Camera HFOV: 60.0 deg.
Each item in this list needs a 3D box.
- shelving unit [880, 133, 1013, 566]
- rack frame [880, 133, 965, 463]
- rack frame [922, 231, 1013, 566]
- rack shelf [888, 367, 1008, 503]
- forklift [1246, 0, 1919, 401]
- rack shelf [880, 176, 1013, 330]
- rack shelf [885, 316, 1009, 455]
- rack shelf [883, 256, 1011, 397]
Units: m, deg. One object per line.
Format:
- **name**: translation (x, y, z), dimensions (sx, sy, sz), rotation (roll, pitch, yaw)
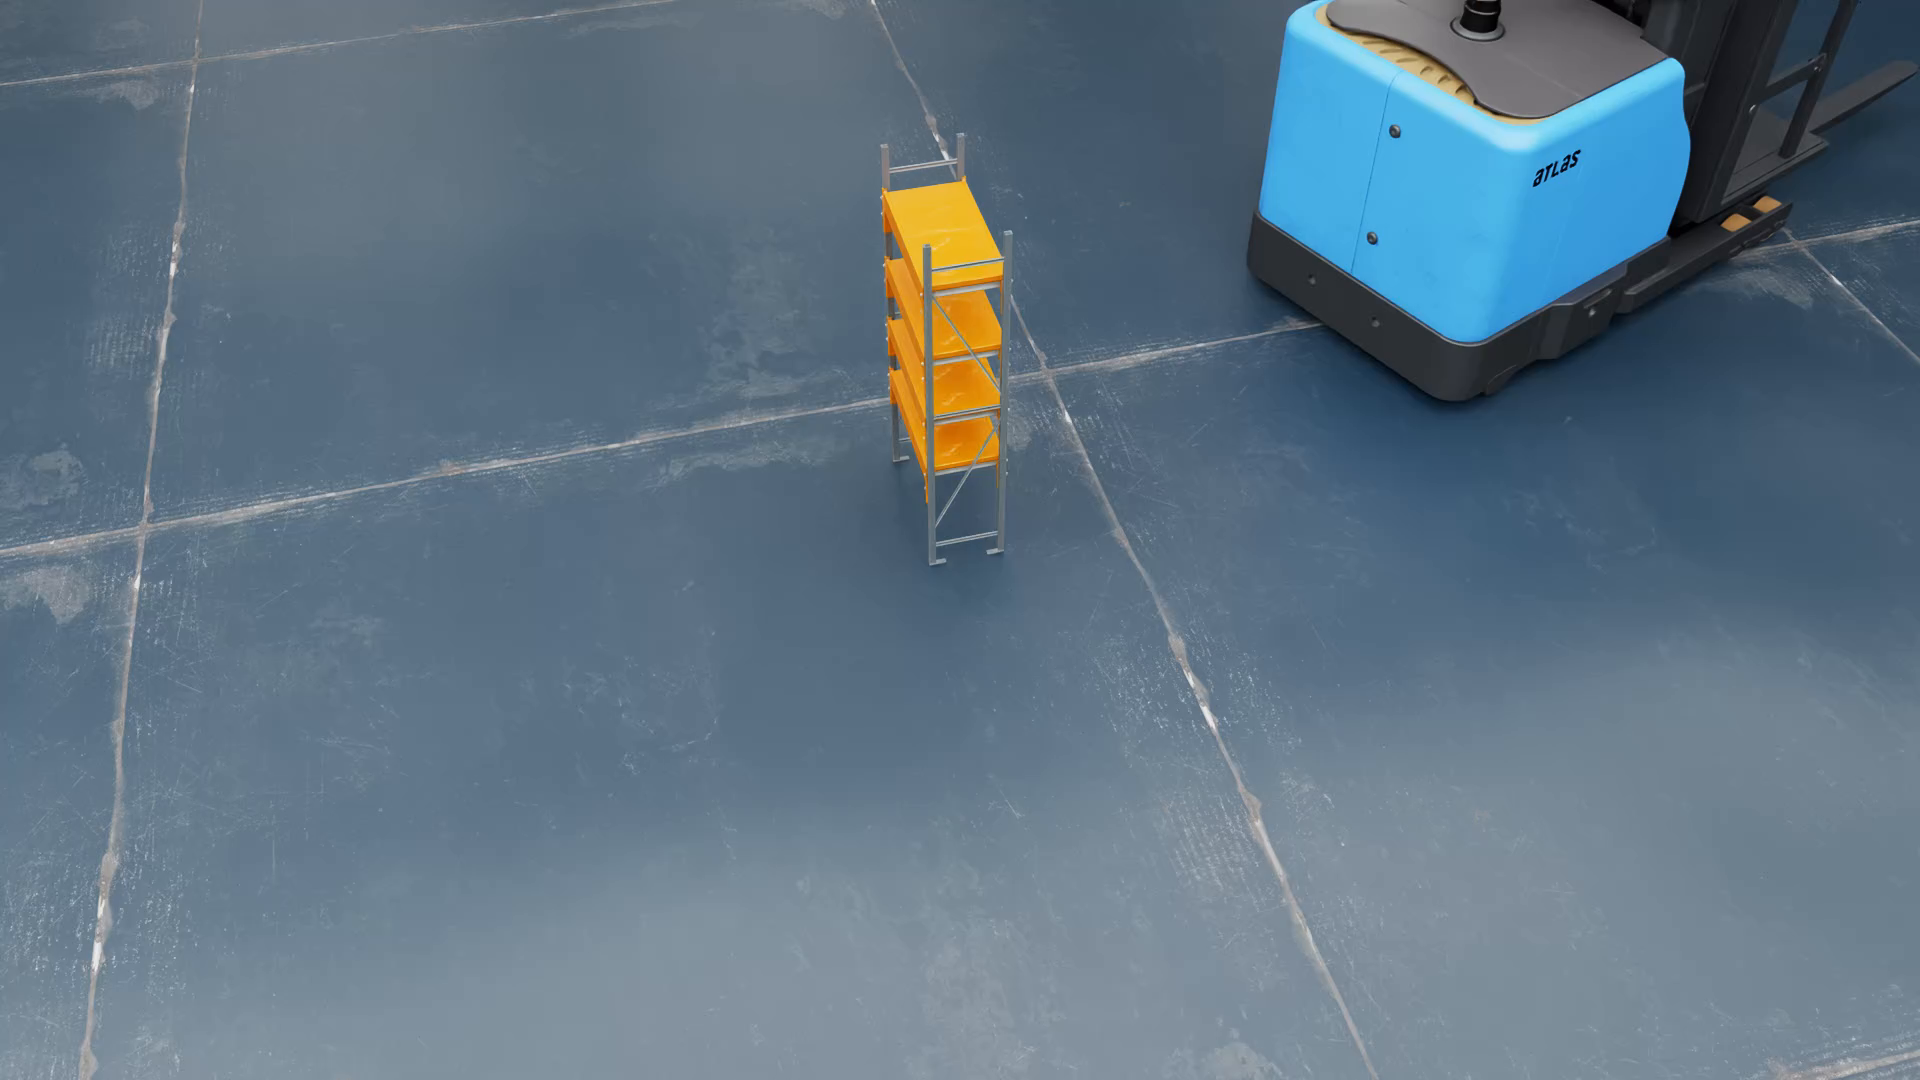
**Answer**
- **shelving unit**: translation (-0.042, -0.534, 4.933), dimensions (0.258, 1.200, 0.503), rotation (-11, 47, -10)
- **rack frame**: translation (-0.105, -0.703, 5.099), dimensions (0.240, 1.200, 0.015), rotation (-11, 47, -10)
- **rack frame**: translation (0.020, -0.366, 4.768), dimensions (0.240, 1.200, 0.015), rotation (-11, 47, -10)
- **rack shelf**: translation (-0.042, -0.348, 5.123), dimensions (0.258, 0.148, 0.480), rotation (-11, 47, -10)
- **forklift**: translation (2.541, -2.362, 5.512), dimensions (3.031, 2.935, 1.130), rotation (-28, 52, -25)
- **rack shelf**: translation (-0.042, -0.809, 4.653), dimensions (0.258, 0.148, 0.480), rotation (-11, 47, -10)
- **rack shelf**: translation (-0.042, -0.487, 4.982), dimensions (0.258, 0.148, 0.480), rotation (-11, 47, -10)
- **rack shelf**: translation (-0.042, -0.644, 4.822), dimensions (0.258, 0.148, 0.480), rotation (-11, 47, -10)
